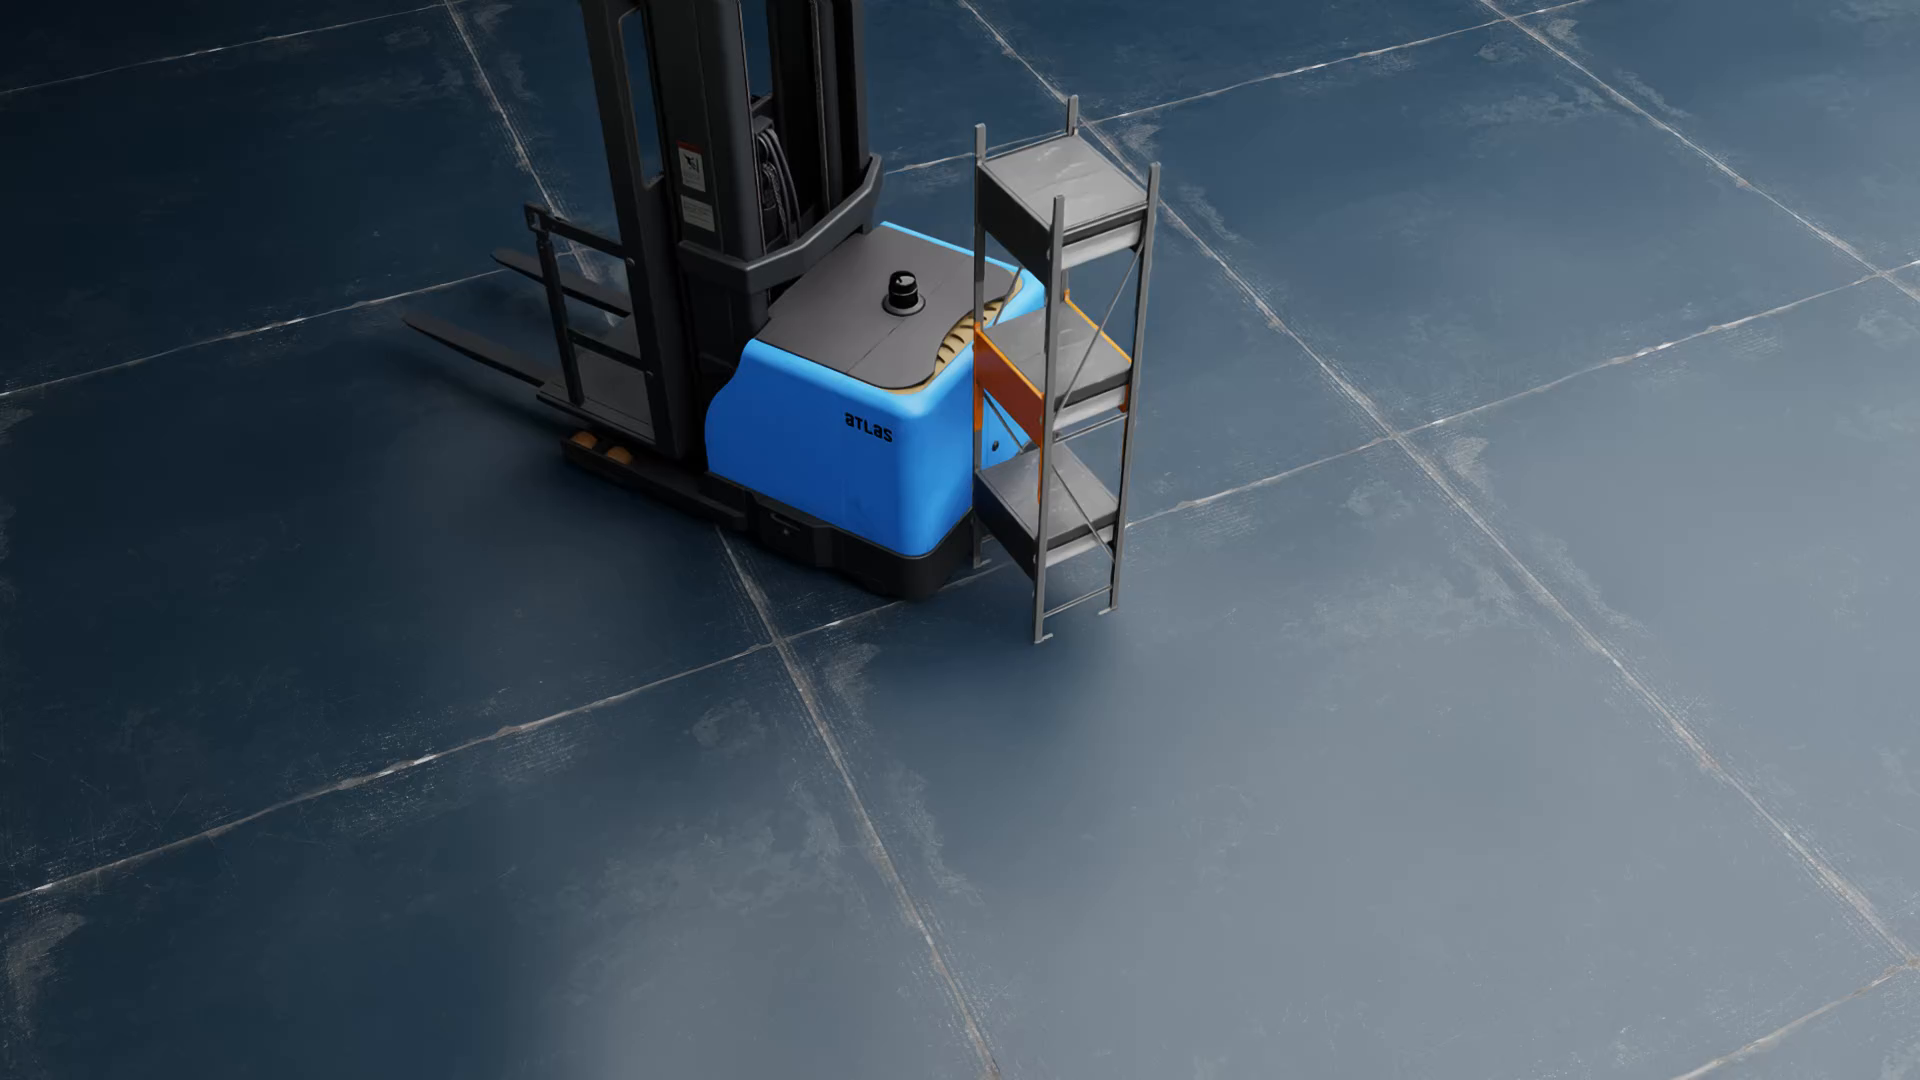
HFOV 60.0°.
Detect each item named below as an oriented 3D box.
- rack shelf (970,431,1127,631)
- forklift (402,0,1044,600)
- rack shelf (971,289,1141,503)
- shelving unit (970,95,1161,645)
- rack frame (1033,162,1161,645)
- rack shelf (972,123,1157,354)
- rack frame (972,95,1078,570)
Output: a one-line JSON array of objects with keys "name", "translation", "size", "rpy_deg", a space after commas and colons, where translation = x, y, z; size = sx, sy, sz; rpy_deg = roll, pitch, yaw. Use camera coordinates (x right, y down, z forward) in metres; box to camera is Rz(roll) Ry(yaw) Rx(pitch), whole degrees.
[{"name": "rack shelf", "translation": [0.348, -0.039, 6.680], "size": [0.431, 0.518, 0.480], "rpy_deg": [-22, 49, -21]}, {"name": "forklift", "translation": [-1.175, -1.585, 6.639], "size": [3.031, 2.935, 1.130], "rpy_deg": [23, 49, 22]}, {"name": "rack shelf", "translation": [0.348, -0.537, 6.188], "size": [0.431, 0.518, 0.480], "rpy_deg": [-22, 49, -21]}, {"name": "shelving unit", "translation": [0.348, -0.547, 6.178], "size": [0.431, 2.100, 0.503], "rpy_deg": [-22, 49, -21]}, {"name": "rack frame", "translation": [0.470, -0.399, 6.028], "size": [0.400, 2.100, 0.015], "rpy_deg": [-22, 49, -21]}, {"name": "rack shelf", "translation": [0.348, -1.036, 5.696], "size": [0.431, 0.518, 0.480], "rpy_deg": [-22, 49, -21]}, {"name": "rack frame", "translation": [0.226, -0.696, 6.329], "size": [0.400, 2.100, 0.015], "rpy_deg": [-22, 49, -21]}]
